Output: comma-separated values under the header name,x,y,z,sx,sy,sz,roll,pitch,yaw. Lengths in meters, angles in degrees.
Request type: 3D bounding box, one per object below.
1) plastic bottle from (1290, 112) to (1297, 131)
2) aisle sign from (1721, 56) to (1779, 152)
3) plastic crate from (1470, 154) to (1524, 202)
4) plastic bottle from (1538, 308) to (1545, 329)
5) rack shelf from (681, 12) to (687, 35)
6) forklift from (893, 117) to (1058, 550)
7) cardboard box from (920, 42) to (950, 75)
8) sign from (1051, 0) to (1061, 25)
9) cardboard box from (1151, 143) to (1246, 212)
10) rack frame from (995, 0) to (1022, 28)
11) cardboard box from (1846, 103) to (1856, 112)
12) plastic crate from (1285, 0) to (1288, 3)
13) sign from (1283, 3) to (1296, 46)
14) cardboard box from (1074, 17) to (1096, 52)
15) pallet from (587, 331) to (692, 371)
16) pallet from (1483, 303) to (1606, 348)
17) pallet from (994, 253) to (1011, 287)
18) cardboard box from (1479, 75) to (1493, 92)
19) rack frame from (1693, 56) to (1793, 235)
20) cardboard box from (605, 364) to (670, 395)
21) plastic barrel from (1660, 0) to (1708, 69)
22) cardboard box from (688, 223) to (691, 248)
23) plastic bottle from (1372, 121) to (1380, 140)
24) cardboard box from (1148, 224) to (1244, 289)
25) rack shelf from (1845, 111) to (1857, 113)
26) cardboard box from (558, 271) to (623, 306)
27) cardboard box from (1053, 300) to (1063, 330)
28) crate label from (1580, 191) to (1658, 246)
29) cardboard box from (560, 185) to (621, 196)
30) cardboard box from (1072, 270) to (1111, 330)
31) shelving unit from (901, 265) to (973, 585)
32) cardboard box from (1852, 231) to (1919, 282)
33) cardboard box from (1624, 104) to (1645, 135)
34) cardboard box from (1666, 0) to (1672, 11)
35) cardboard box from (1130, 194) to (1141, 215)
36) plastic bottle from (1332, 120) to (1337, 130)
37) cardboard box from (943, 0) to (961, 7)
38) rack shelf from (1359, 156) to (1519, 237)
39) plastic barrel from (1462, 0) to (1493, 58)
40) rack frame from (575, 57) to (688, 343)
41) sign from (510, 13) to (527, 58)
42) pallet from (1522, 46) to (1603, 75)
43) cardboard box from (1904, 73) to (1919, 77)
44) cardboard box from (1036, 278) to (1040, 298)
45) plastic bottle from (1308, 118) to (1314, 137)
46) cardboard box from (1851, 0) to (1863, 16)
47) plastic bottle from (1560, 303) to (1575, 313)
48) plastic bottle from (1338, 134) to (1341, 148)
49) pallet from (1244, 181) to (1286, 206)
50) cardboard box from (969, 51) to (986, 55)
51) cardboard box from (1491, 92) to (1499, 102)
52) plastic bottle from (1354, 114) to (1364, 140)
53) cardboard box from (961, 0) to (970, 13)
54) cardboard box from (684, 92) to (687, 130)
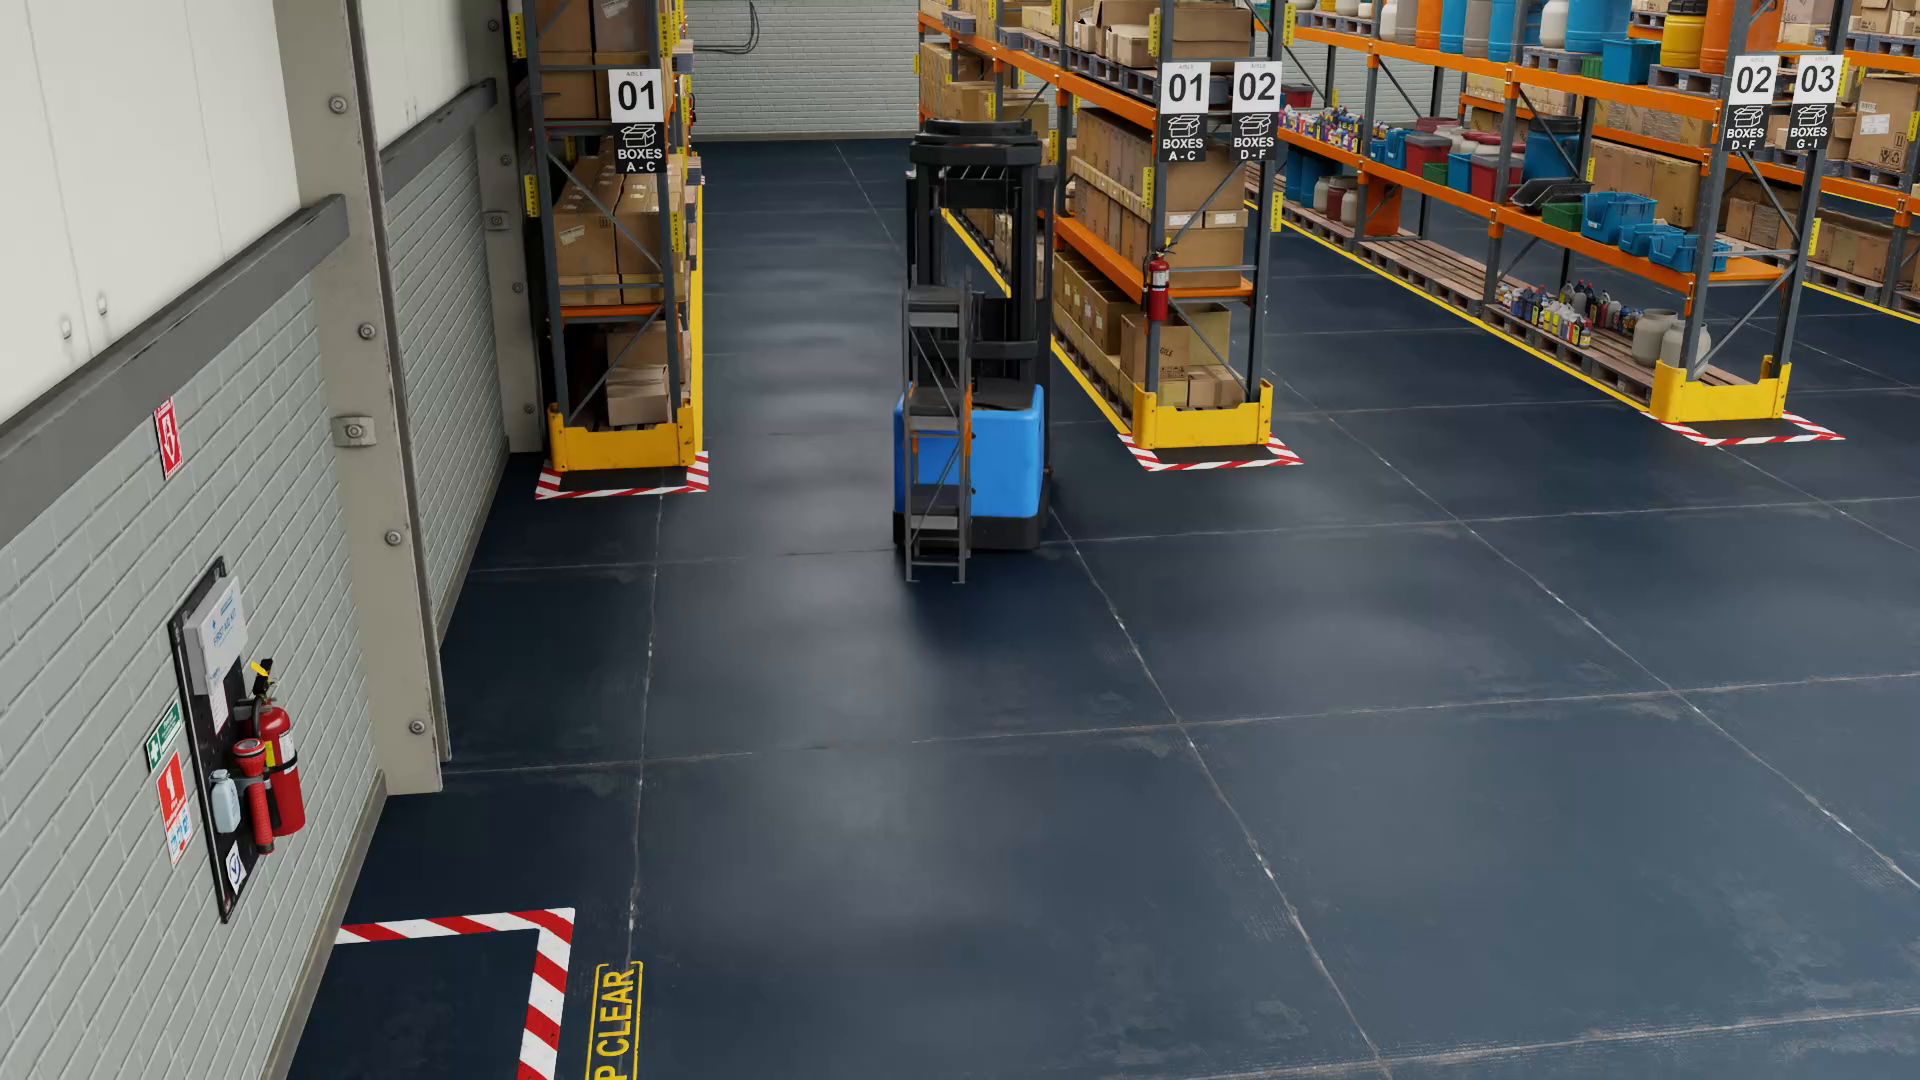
name,x,y,z,sx,sy,sz,roll,pitch,yaw
plastic bottle,5.003,-6.276,24.917,0.097,0.271,0.097,0,20,0
aisle sign,6.718,-3.707,14.139,0.394,0.787,0.004,-3,21,-8
plastic crate,6.052,-4.096,18.806,0.402,0.464,0.583,-3,21,-8
plastic bottle,6.175,-2.345,17.577,0.097,0.201,0.097,0,20,0
rack shelf,-4.821,-7.945,25.942,1.077,0.370,4.000,-3,21,-8
forklift,0.171,-1.776,12.783,1.130,2.935,3.031,2,21,5
cardboard box,-0.404,-8.169,28.228,0.500,0.500,0.500,-2,21,-6
sign,0.987,-5.430,16.991,0.100,0.325,0.005,-3,21,-8
cardboard box,2.037,-3.116,14.275,0.700,0.500,0.500,-3,21,-8
rack frame,0.946,-7.861,20.402,1.000,3.000,0.127,-3,21,-8
cardboard box,14.822,-7.119,27.347,0.380,0.149,0.250,-3,21,-8
plastic crate,5.364,-8.472,26.512,0.497,0.269,0.590,-3,21,-8
sign,2.649,-4.158,13.414,0.100,0.325,0.005,-3,21,-8
cardboard box,1.412,-4.917,16.134,0.500,0.311,0.500,-4,21,-11
pallet,-3.247,-1.878,16.941,1.003,0.211,1.213,-3,21,-8
pallet,6.480,-2.373,18.269,1.003,0.211,1.213,-3,21,-8
pallet,1.026,-3.457,21.171,1.003,0.211,1.213,-3,21,-8
cardboard box,9.479,-8.028,29.214,0.500,0.250,0.500,-3,21,-8
rack frame,10.749,-5.549,22.786,1.000,3.000,0.127,-3,21,-8
cardboard box,-2.895,-1.418,14.939,0.500,0.311,0.500,-1,21,-3
plastic barrel,6.711,-4.608,15.110,0.600,0.588,0.600,0,20,0
cardboard box,-3.932,-4.250,21.781,0.750,0.750,0.750,-3,21,-8
plastic bottle,5.949,-5.846,23.766,0.097,0.271,0.097,0,20,0
cardboard box,2.044,-2.490,14.453,0.700,0.500,0.500,-3,21,-8
rack shelf,14.807,-7.505,29.050,1.077,0.370,4.000,-3,21,-8
cardboard box,-3.062,-2.121,13.793,0.500,0.250,0.500,-3,21,-7
cardboard box,1.289,-2.399,17.681,0.500,0.250,0.500,-3,21,-8
crate label,6.468,-3.170,16.365,0.502,0.435,0.616,-3,21,-8
cardboard box,-3.222,-2.826,14.610,0.500,0.500,0.500,-3,21,-9
cardboard box,1.424,-2.403,16.621,0.500,0.500,0.500,-3,21,-8
shelving unit,-0.149,-0.772,11.281,0.431,2.100,0.503,2,21,5
cardboard box,11.258,-3.413,20.010,0.700,0.500,0.500,-5,21,-12
cardboard box,10.216,-6.283,24.608,0.500,0.500,0.500,-3,21,-7
cardboard box,10.378,-7.700,23.514,0.500,0.500,0.500,-2,21,-5
cardboard box,1.745,-3.021,14.946,0.380,0.149,0.250,-3,21,-7
plastic bottle,5.319,-5.830,23.705,0.061,0.283,0.133,-3,21,-8
cardboard box,0.030,-8.159,24.988,0.500,0.250,0.500,-3,21,-8
rack shelf,6.136,-4.270,20.389,1.077,0.370,4.000,-3,21,-8
plastic barrel,6.042,-5.946,18.845,0.600,0.901,0.600,0,20,0
rack frame,-3.379,-3.415,17.071,1.000,3.000,0.127,-3,21,-8
sign,-3.355,-3.829,12.627,0.100,0.325,0.005,-3,21,-8
pallet,6.625,-4.986,17.262,1.213,0.211,1.003,-3,21,-8
cardboard box,15.346,-7.378,26.591,0.380,0.149,0.250,-2,21,-5
cardboard box,1.105,-2.879,18.966,0.500,0.250,0.500,-3,21,-9
plastic bottle,5.118,-6.002,24.183,0.097,0.271,0.097,0,20,0
cardboard box,11.206,-6.733,20.813,0.500,0.500,0.500,-3,21,-7
plastic bottle,6.362,-2.348,17.479,0.152,0.276,0.135,-3,21,-8
plastic bottle,5.293,-5.547,23.063,0.097,0.201,0.097,0,20,0
pallet,5.127,-5.630,26.990,1.003,0.211,1.213,-3,21,-8
cardboard box,0.431,-7.485,26.397,0.500,0.500,0.500,-4,21,-9
cardboard box,9.471,-7.706,28.920,0.380,0.149,0.250,-3,21,-9
plastic bottle,5.755,-5.924,23.860,0.144,0.351,0.185,-3,21,-8
cardboard box,0.369,-7.953,24.050,0.600,0.600,0.600,-5,21,-13
cardboard box,-4.133,-6.057,23.549,0.500,0.500,0.500,-3,21,-7
